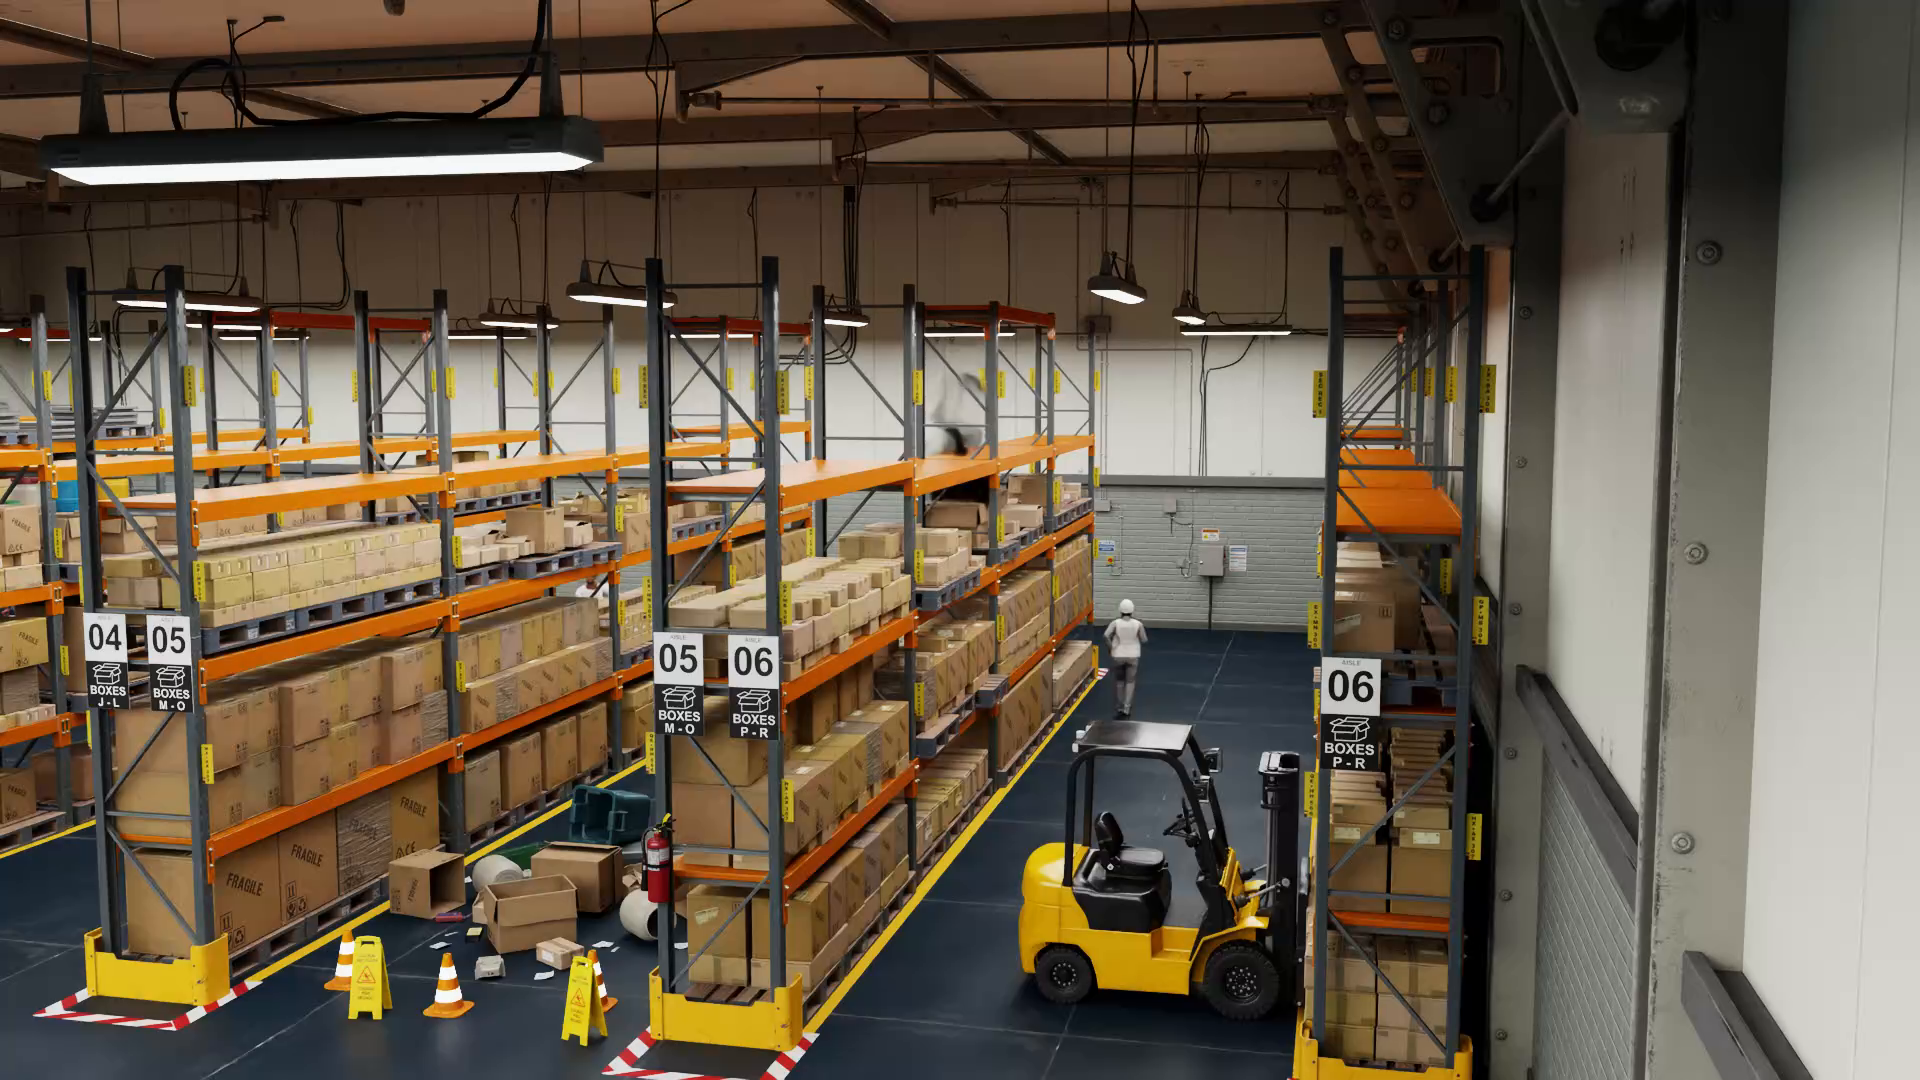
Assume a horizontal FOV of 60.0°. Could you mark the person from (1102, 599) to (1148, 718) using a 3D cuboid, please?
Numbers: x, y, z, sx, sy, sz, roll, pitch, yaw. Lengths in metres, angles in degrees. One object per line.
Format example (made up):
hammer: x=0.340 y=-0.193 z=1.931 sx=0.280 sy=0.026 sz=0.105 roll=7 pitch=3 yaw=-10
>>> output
person: x=2.456 y=1.773 z=24.630 sx=0.647 sy=1.809 sz=0.837 roll=1 pitch=6 yaw=12

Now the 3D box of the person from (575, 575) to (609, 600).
person: x=-6.397 y=1.358 z=29.068 sx=0.690 sy=1.713 sz=0.656 roll=0 pitch=6 yaw=1
